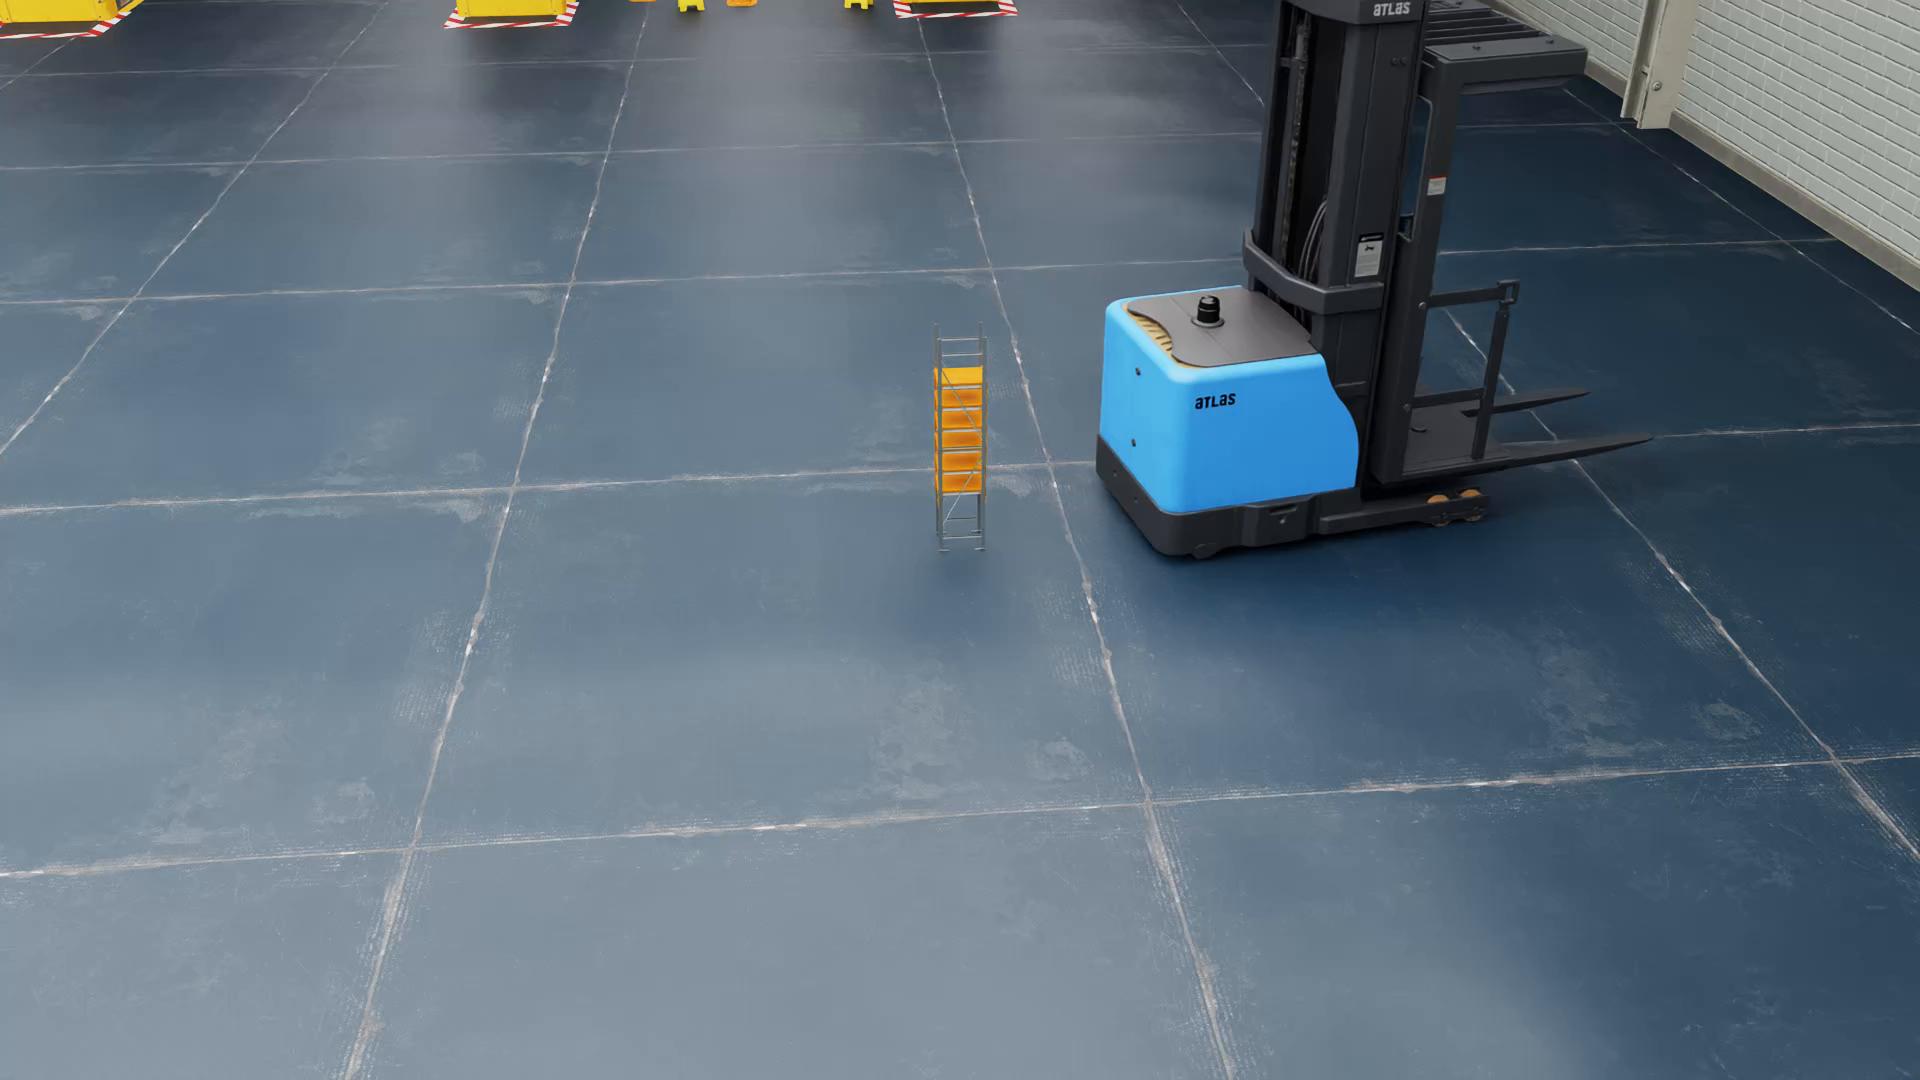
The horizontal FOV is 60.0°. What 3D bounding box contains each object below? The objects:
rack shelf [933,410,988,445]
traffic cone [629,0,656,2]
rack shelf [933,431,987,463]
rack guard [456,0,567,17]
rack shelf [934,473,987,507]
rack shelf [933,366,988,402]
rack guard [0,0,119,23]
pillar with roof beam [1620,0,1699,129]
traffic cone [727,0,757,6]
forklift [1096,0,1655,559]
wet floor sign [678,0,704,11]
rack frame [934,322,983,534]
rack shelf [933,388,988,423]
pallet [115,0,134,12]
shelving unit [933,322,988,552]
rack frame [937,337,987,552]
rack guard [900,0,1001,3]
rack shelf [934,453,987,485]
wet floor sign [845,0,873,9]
[{"bbox_3d":[0.001,-0.573,8.391,0.258,0.103,0.180,-3,31,-5],"label":"rack shelf"},{"bbox_3d":[-3.656,-6.476,19.140,0.336,0.463,0.334,-3,31,-5],"label":"traffic cone"},{"bbox_3d":[0.001,-0.470,8.453,0.258,0.103,0.180,-3,31,-5],"label":"rack shelf"},{"bbox_3d":[-5.018,-6.140,18.542,1.175,0.500,0.348,-3,31,-5],"label":"rack guard"},{"bbox_3d":[0.001,-0.264,8.576,0.258,0.103,0.180,-3,31,-5],"label":"rack shelf"},{"bbox_3d":[0.001,-0.779,8.268,0.258,0.103,0.180,-3,31,-5],"label":"rack shelf"},{"bbox_3d":[-9.975,-6.005,18.316,1.175,0.500,0.348,-3,31,-5],"label":"rack guard"},{"bbox_3d":[1.947,-7.459,12.462,9.100,9.000,0.400,-3,31,-5],"label":"pillar with roof beam"},{"bbox_3d":[-2.500,-6.356,18.940,0.336,0.463,0.334,-3,31,-5],"label":"traffic cone"},{"bbox_3d":[2.330,-1.582,8.540,3.031,2.935,1.130,-9,32,-14],"label":"forklift"},{"bbox_3d":[-3.046,-6.295,18.660,0.267,0.644,0.232,-8,32,-13],"label":"wet floor sign"},{"bbox_3d":[-0.007,-0.554,8.508,0.240,1.200,0.006,-3,31,-5],"label":"rack frame"},{"bbox_3d":[0.001,-0.676,8.330,0.258,0.103,0.180,-3,31,-5],"label":"rack shelf"},{"bbox_3d":[-10.016,-6.298,19.088,1.003,0.211,1.213,-3,31,-5],"label":"pallet"},{"bbox_3d":[0.001,-0.508,8.430,0.258,1.200,0.189,-3,31,-5],"label":"shelving unit"},{"bbox_3d":[0.010,-0.461,8.352,0.240,1.200,0.006,-3,31,-5],"label":"rack frame"},{"bbox_3d":[-0.109,-6.480,19.111,1.175,0.500,0.348,-3,31,-5],"label":"rack guard"},{"bbox_3d":[0.001,-0.367,8.514,0.258,0.103,0.180,-3,31,-5],"label":"rack shelf"},{"bbox_3d":[-1.149,-6.355,18.761,0.267,0.644,0.232,8,32,13],"label":"wet floor sign"}]
